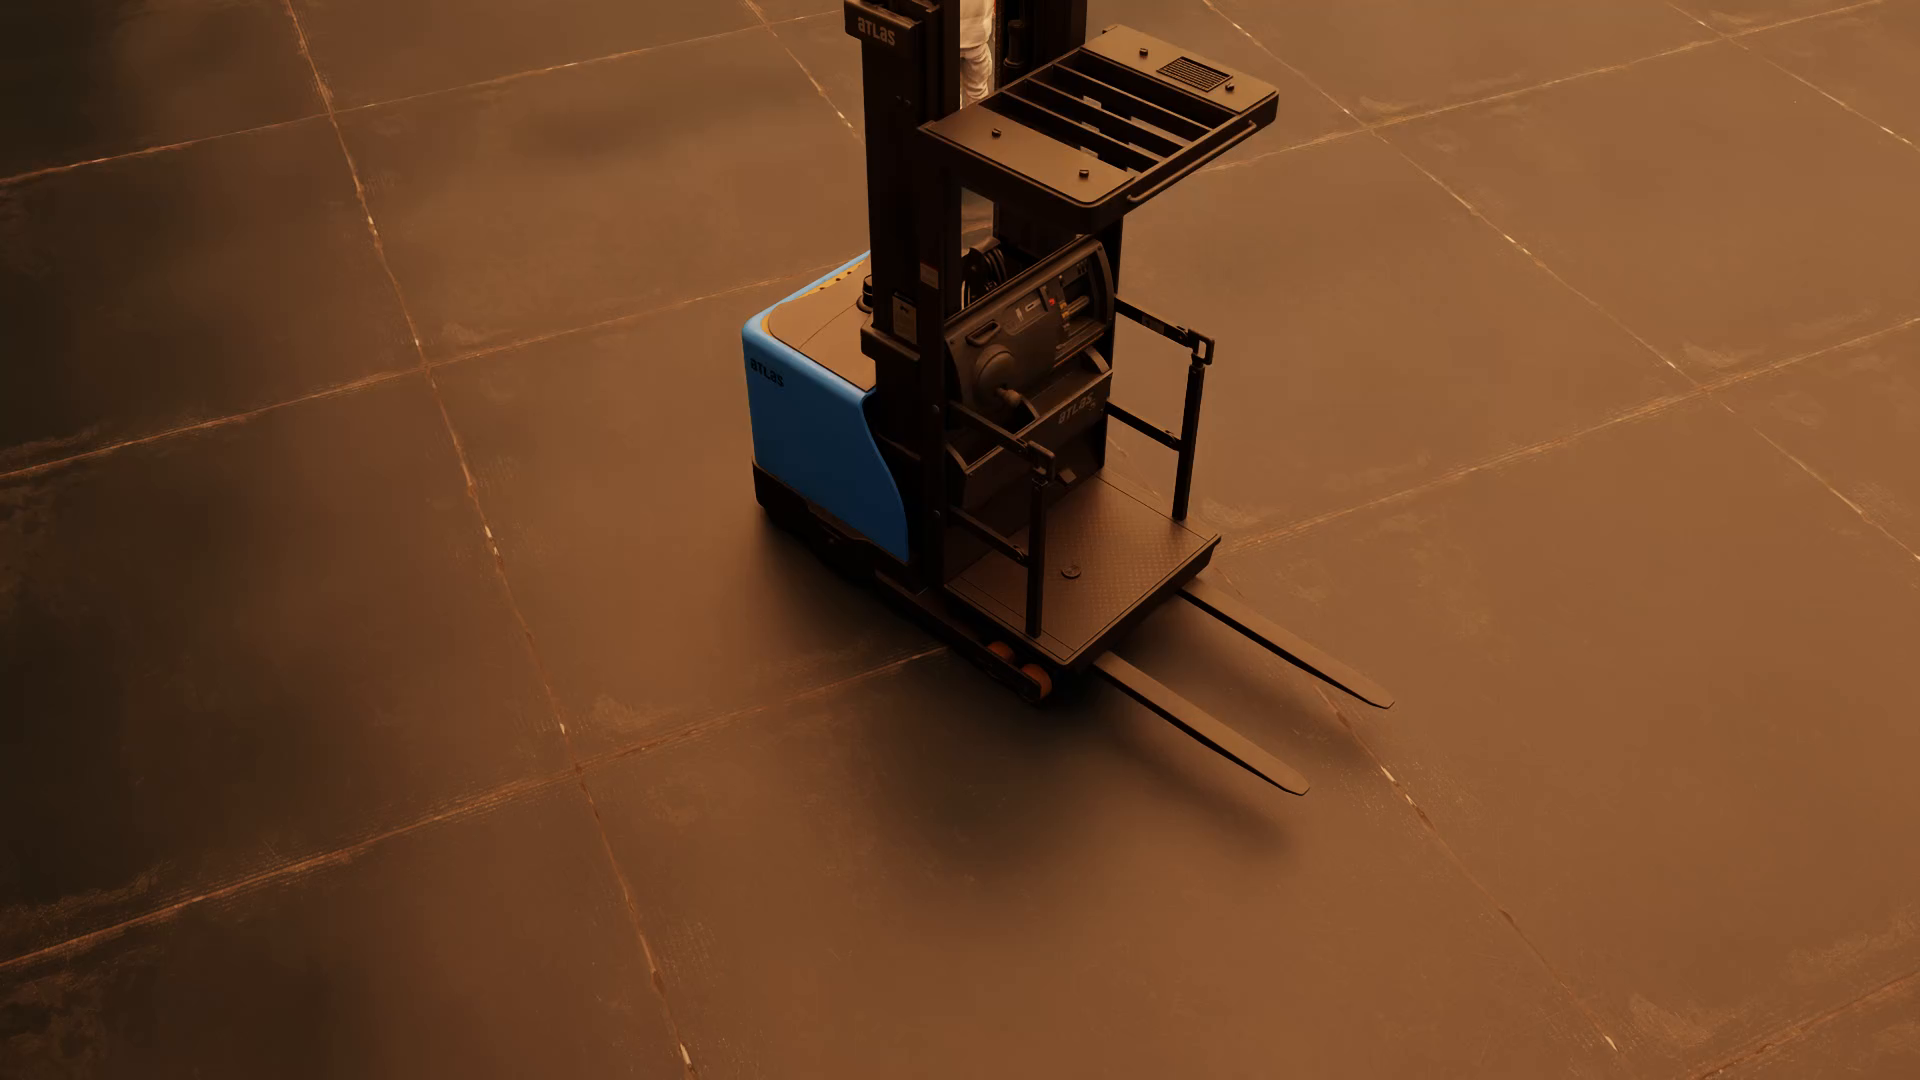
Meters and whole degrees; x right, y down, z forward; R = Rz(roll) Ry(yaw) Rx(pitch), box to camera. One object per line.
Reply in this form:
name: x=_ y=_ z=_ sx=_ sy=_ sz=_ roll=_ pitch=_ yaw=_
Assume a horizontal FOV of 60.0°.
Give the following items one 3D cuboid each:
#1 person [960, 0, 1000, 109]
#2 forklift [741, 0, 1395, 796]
person: x=-0.045 y=-2.971 z=9.690 sx=0.637 sy=1.787 sz=0.564 roll=-19 pitch=46 yaw=-19
forklift: x=0.445 y=-0.788 z=6.525 sx=3.031 sy=2.935 sz=1.130 roll=32 pitch=52 yaw=30
